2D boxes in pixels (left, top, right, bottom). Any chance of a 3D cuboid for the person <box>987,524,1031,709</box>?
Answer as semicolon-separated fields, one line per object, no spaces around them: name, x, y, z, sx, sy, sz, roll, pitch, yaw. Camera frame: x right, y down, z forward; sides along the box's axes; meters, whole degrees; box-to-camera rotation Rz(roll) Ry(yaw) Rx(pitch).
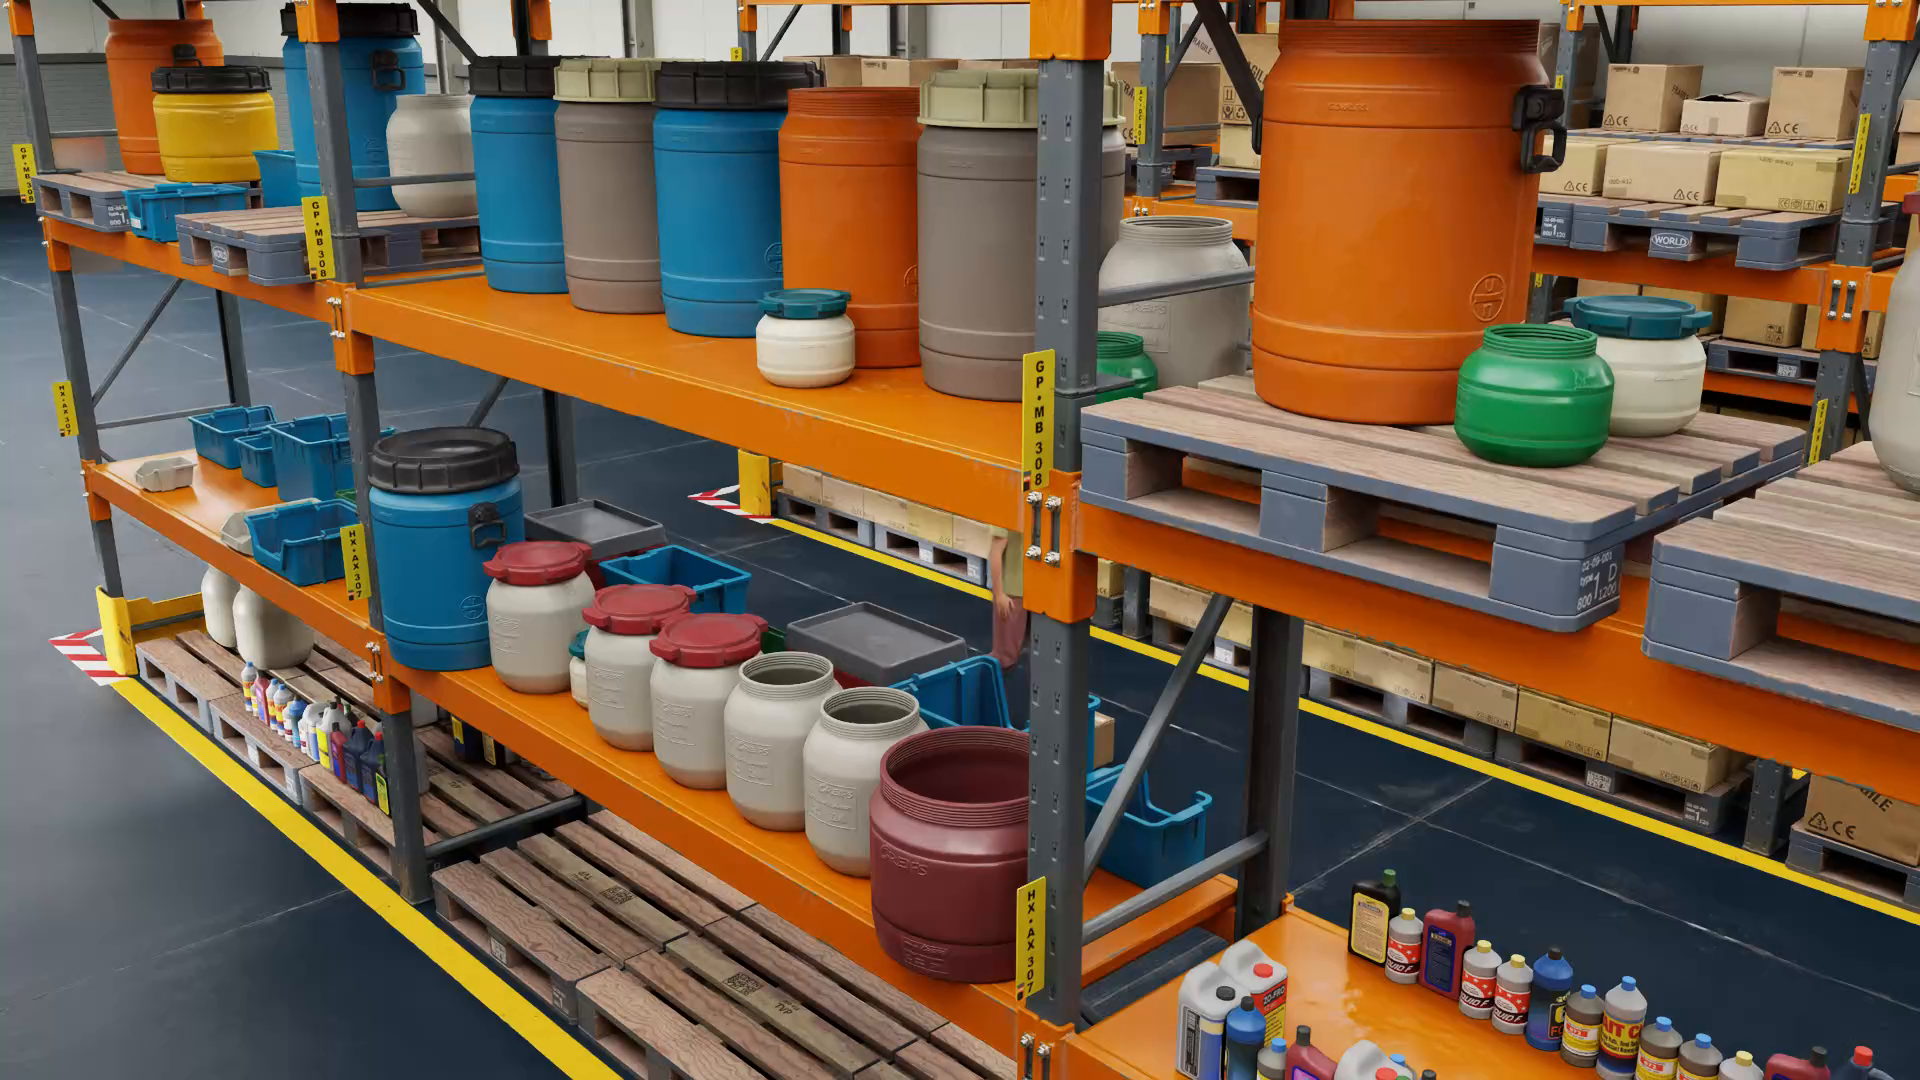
person;0.346;0.286;9.091;0.486;1.669;0.705;-16;23;-41
